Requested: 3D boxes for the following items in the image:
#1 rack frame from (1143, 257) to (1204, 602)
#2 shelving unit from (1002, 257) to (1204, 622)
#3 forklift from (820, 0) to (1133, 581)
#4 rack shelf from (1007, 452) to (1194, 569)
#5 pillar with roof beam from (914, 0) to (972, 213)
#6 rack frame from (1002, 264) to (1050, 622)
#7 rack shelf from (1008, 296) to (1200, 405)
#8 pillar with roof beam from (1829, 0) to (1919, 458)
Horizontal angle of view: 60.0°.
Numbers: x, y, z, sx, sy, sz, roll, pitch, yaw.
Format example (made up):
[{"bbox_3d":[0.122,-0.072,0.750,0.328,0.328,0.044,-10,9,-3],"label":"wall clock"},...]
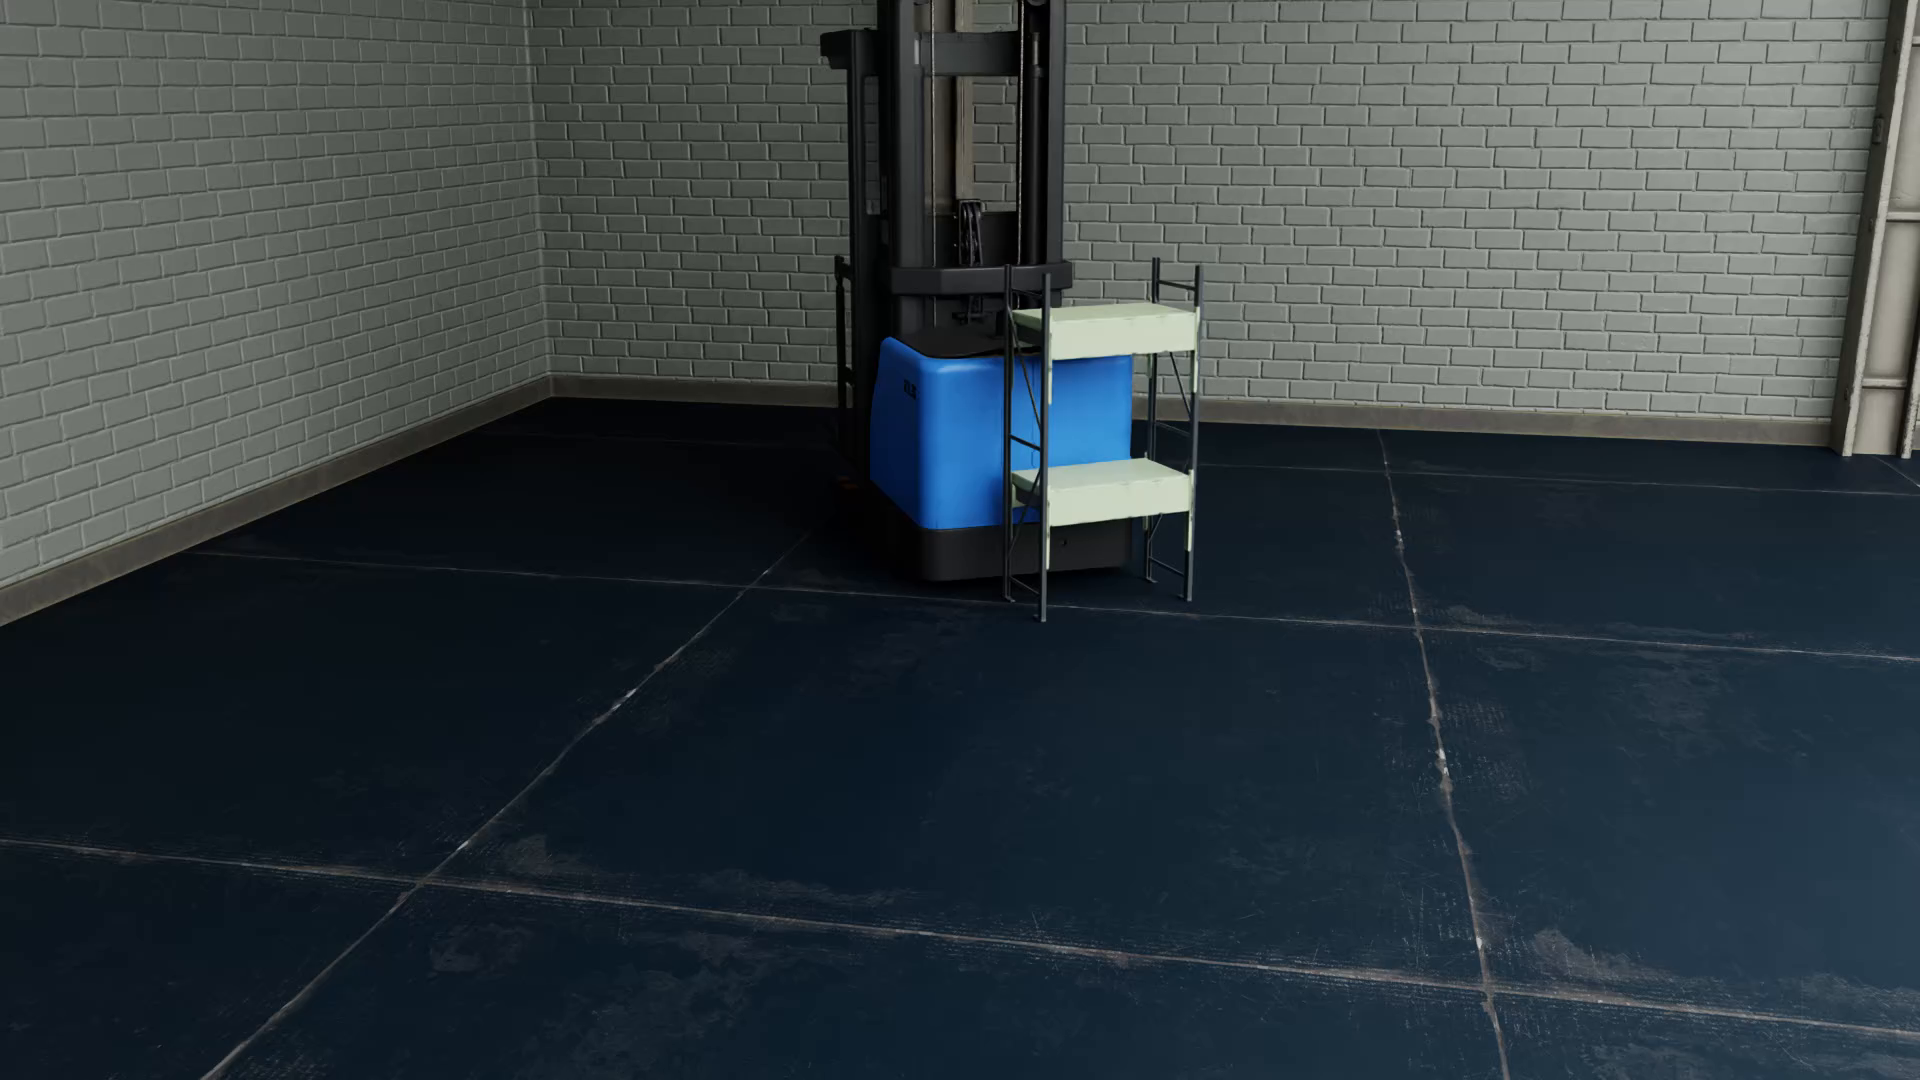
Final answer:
[{"bbox_3d":[0.952,-0.494,7.464,0.023,1.500,0.400,-7,17,-23],"label":"rack frame"},{"bbox_3d":[0.617,-0.455,7.322,0.755,1.500,0.431,-7,17,-23],"label":"shelving unit"},{"bbox_3d":[-0.090,-1.576,8.690,1.130,2.935,3.031,-4,16,-16],"label":"forklift"},{"bbox_3d":[0.617,-0.141,7.408,0.720,0.370,0.431,-7,17,-23],"label":"rack shelf"},{"bbox_3d":[-1.000,-4.087,6.388,0.400,9.000,9.100,3,16,11],"label":"pillar with roof beam"},{"bbox_3d":[0.282,-0.416,7.181,0.023,1.500,0.400,-7,17,-23],"label":"rack frame"},{"bbox_3d":[0.616,-0.831,7.219,0.720,0.370,0.431,-7,17,-23],"label":"rack shelf"},{"bbox_3d":[4.880,-3.768,5.236,0.400,9.000,9.100,3,16,11],"label":"pillar with roof beam"}]
